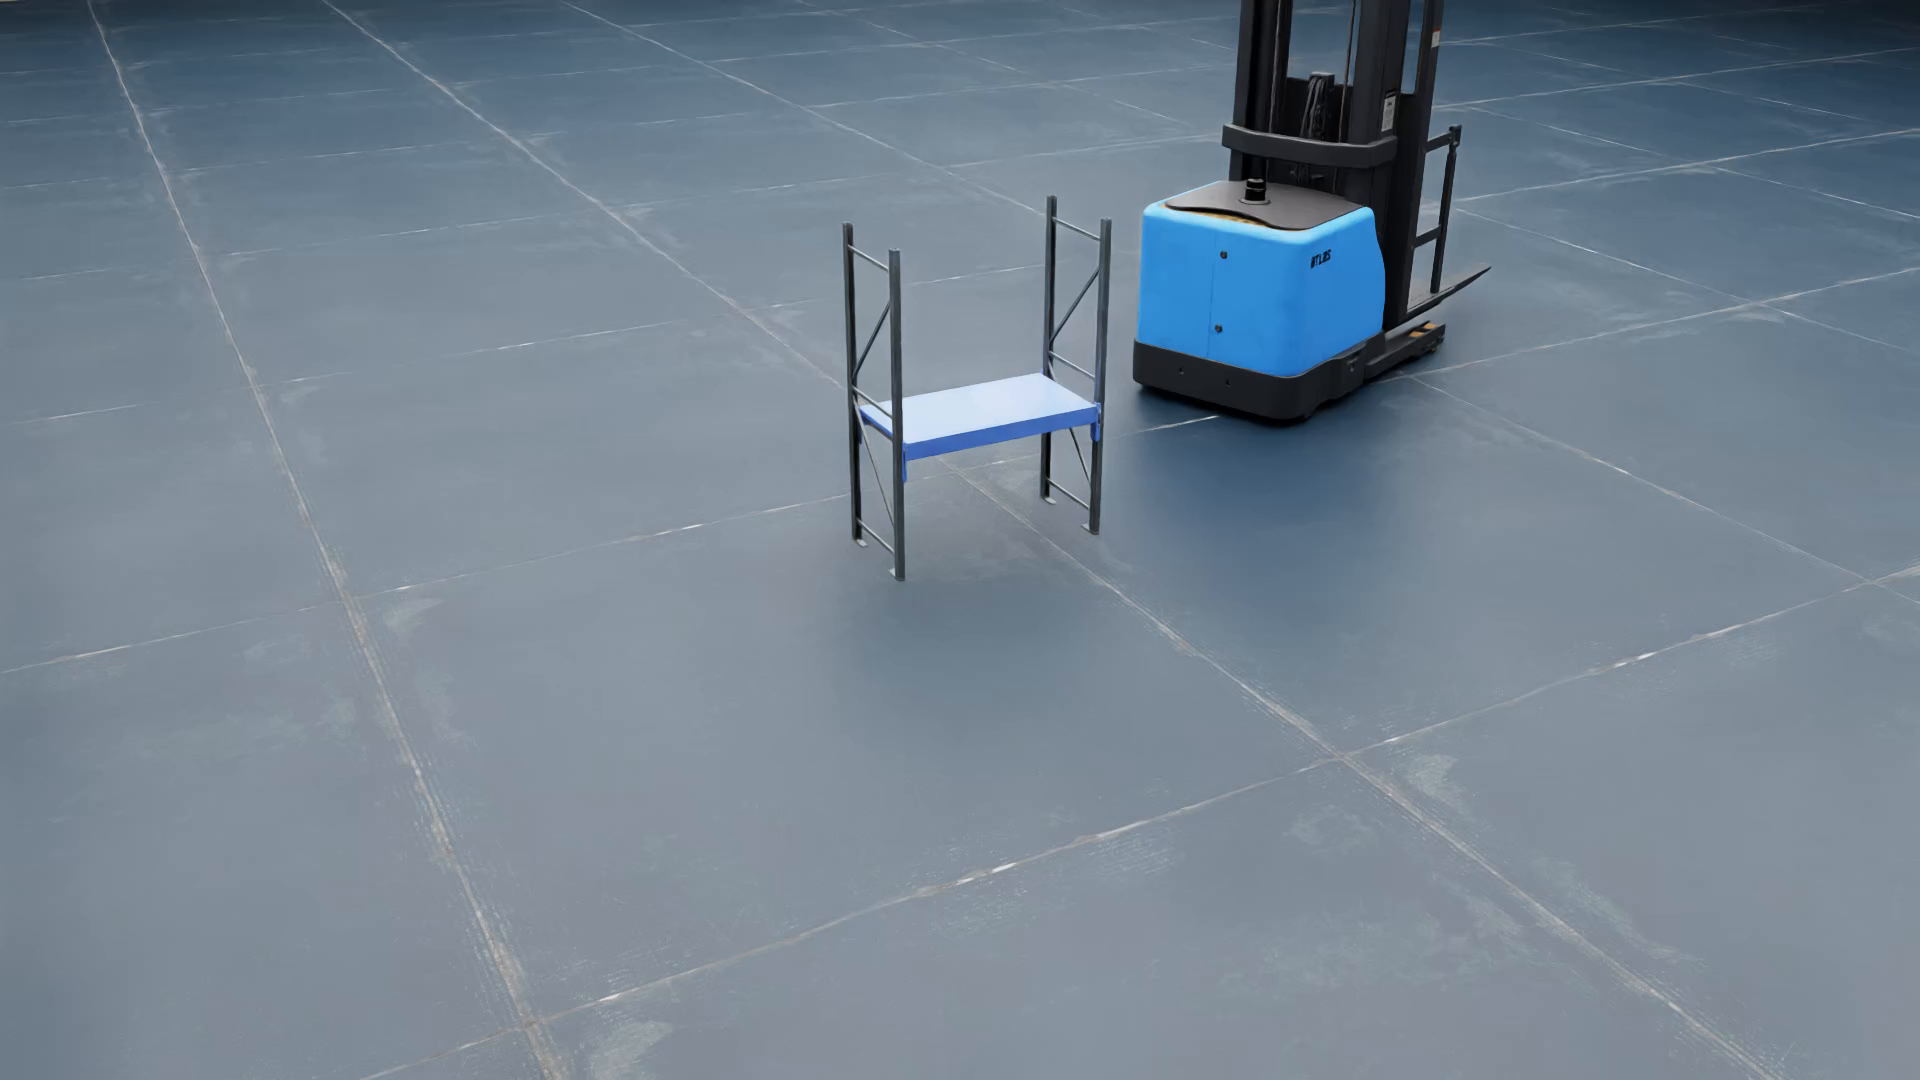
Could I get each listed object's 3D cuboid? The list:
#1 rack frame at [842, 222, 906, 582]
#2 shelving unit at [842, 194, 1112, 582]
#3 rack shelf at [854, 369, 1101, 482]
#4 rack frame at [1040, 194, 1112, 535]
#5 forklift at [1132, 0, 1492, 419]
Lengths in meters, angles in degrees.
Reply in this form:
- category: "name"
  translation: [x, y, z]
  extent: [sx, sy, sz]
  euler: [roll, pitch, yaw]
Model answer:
- category: "rack frame"
  translation: [-0.373, -0.590, 7.246]
  extent: [0.032, 1.500, 0.500]
  euler: [-13, 29, -25]
- category: "shelving unit"
  translation: [0.075, -0.693, 7.462]
  extent: [1.048, 1.500, 0.538]
  euler: [-13, 29, -25]
- category: "rack shelf"
  translation: [0.075, -0.531, 7.539]
  extent: [1.000, 0.185, 0.538]
  euler: [-13, 29, -25]
- category: "rack frame"
  translation: [0.524, -0.797, 7.677]
  extent: [0.032, 1.500, 0.500]
  euler: [-13, 29, -25]
- category: "forklift"
  translation: [2.309, -2.534, 9.641]
  extent: [1.130, 2.935, 3.031]
  euler: [20, 32, 35]
